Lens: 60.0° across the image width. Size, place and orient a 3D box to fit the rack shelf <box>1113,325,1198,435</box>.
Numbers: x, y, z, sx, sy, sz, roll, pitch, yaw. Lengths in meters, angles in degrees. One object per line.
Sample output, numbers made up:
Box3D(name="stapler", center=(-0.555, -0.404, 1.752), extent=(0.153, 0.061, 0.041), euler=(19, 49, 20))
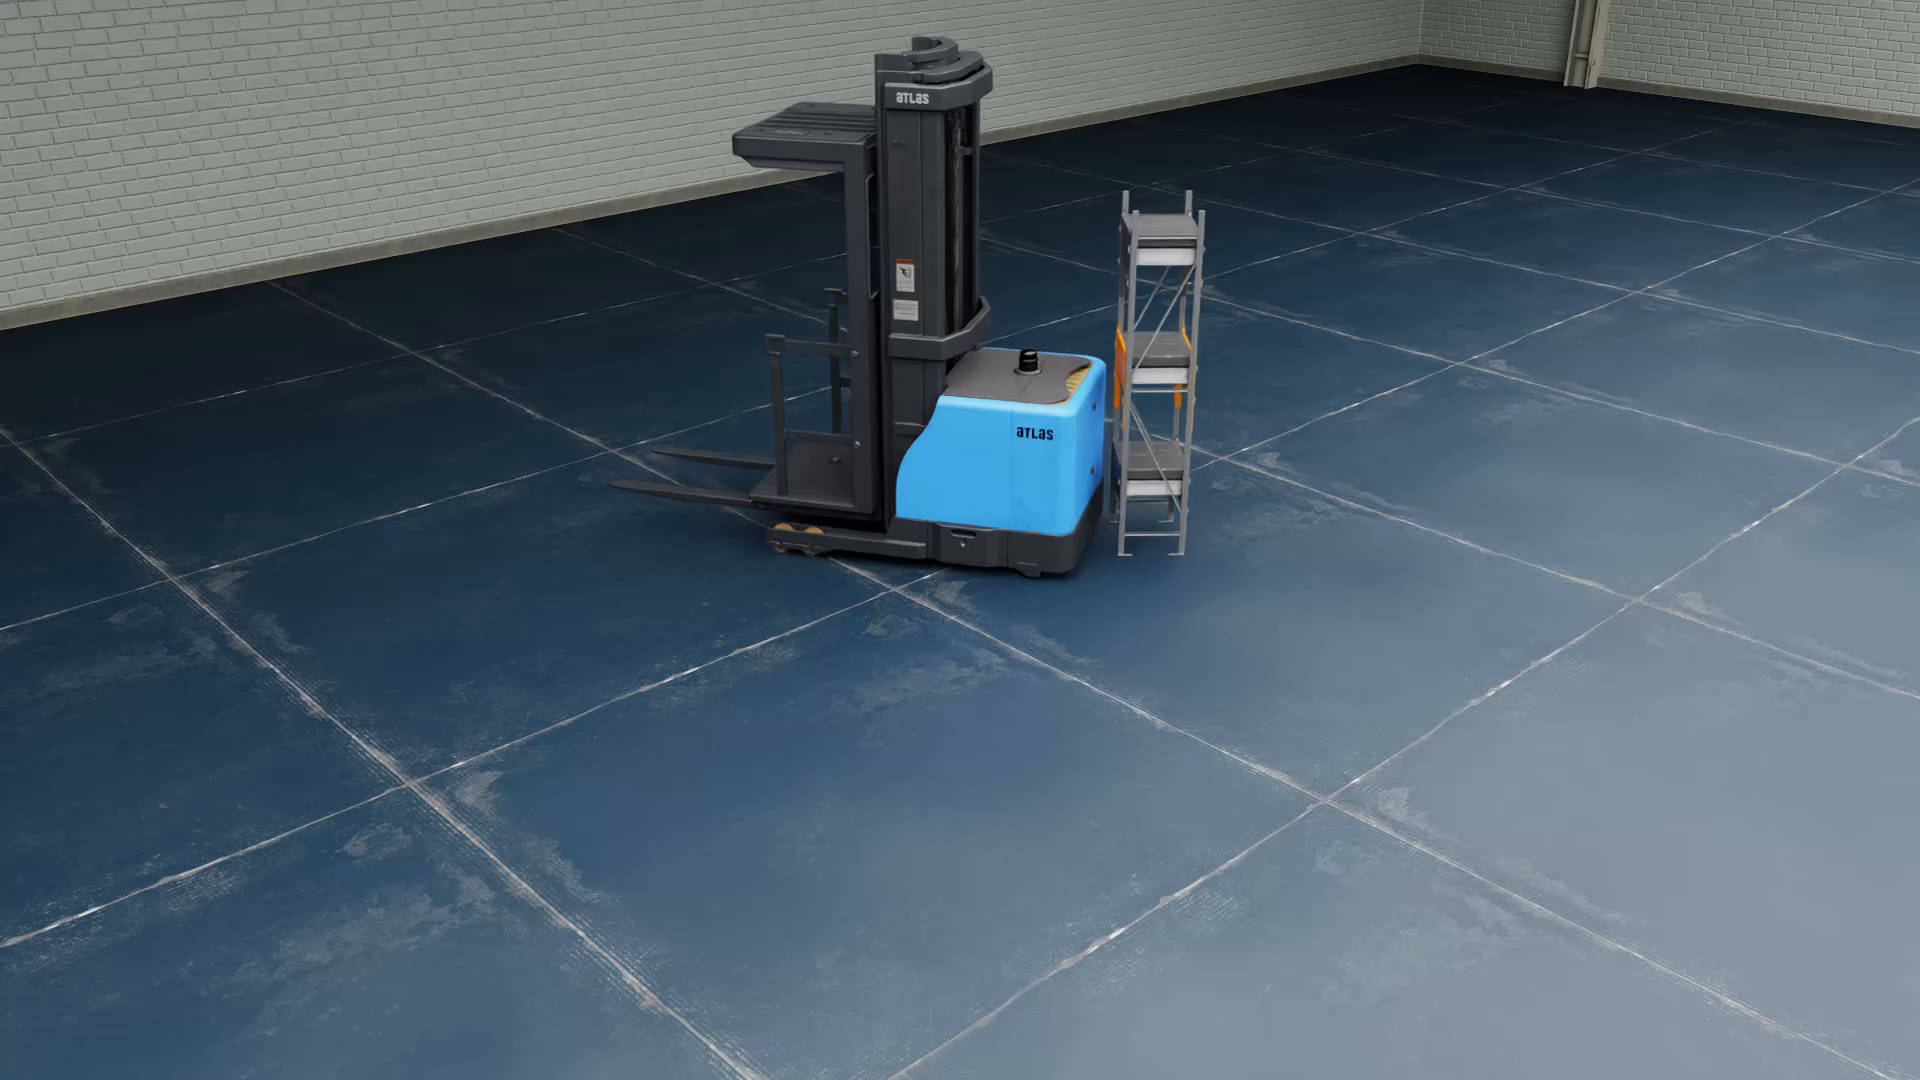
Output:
Box3D(name="rack shelf", center=(1.147, -0.948, 9.831), extent=(0.431, 0.518, 0.480), euler=(0, 25, -1))

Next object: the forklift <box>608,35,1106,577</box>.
Box3D(name="forklift", center=(-0.674, -1.444, 9.884), extent=(3.031, 2.935, 1.130), euler=(7, 25, 14))

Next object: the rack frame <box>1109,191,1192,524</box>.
Box3D(name="rack frame", center=(1.142, -1.062, 10.048), extent=(0.400, 2.100, 0.015), euler=(0, 25, -1))

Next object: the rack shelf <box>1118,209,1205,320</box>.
Box3D(name="rack shelf", center=(1.147, -1.585, 9.541), extent=(0.431, 0.518, 0.480), euler=(0, 25, -1))

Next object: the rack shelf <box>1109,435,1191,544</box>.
Box3D(name="rack shelf", center=(1.147, -0.311, 10.122), extent=(0.431, 0.518, 0.480), euler=(0, 25, -1))

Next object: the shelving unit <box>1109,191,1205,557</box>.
Box3D(name="shelving unit", center=(1.147, -0.961, 9.826), extent=(0.431, 2.100, 0.503), euler=(0, 25, -1))

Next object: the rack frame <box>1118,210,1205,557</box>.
Box3D(name="rack frame", center=(1.152, -0.859, 9.604), extent=(0.400, 2.100, 0.015), euler=(0, 25, -1))

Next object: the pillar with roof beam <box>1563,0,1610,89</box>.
Box3D(name="pillar with roof beam", center=(6.379, -9.845, 20.988), extent=(9.100, 9.000, 0.400), euler=(-21, 32, -38))
